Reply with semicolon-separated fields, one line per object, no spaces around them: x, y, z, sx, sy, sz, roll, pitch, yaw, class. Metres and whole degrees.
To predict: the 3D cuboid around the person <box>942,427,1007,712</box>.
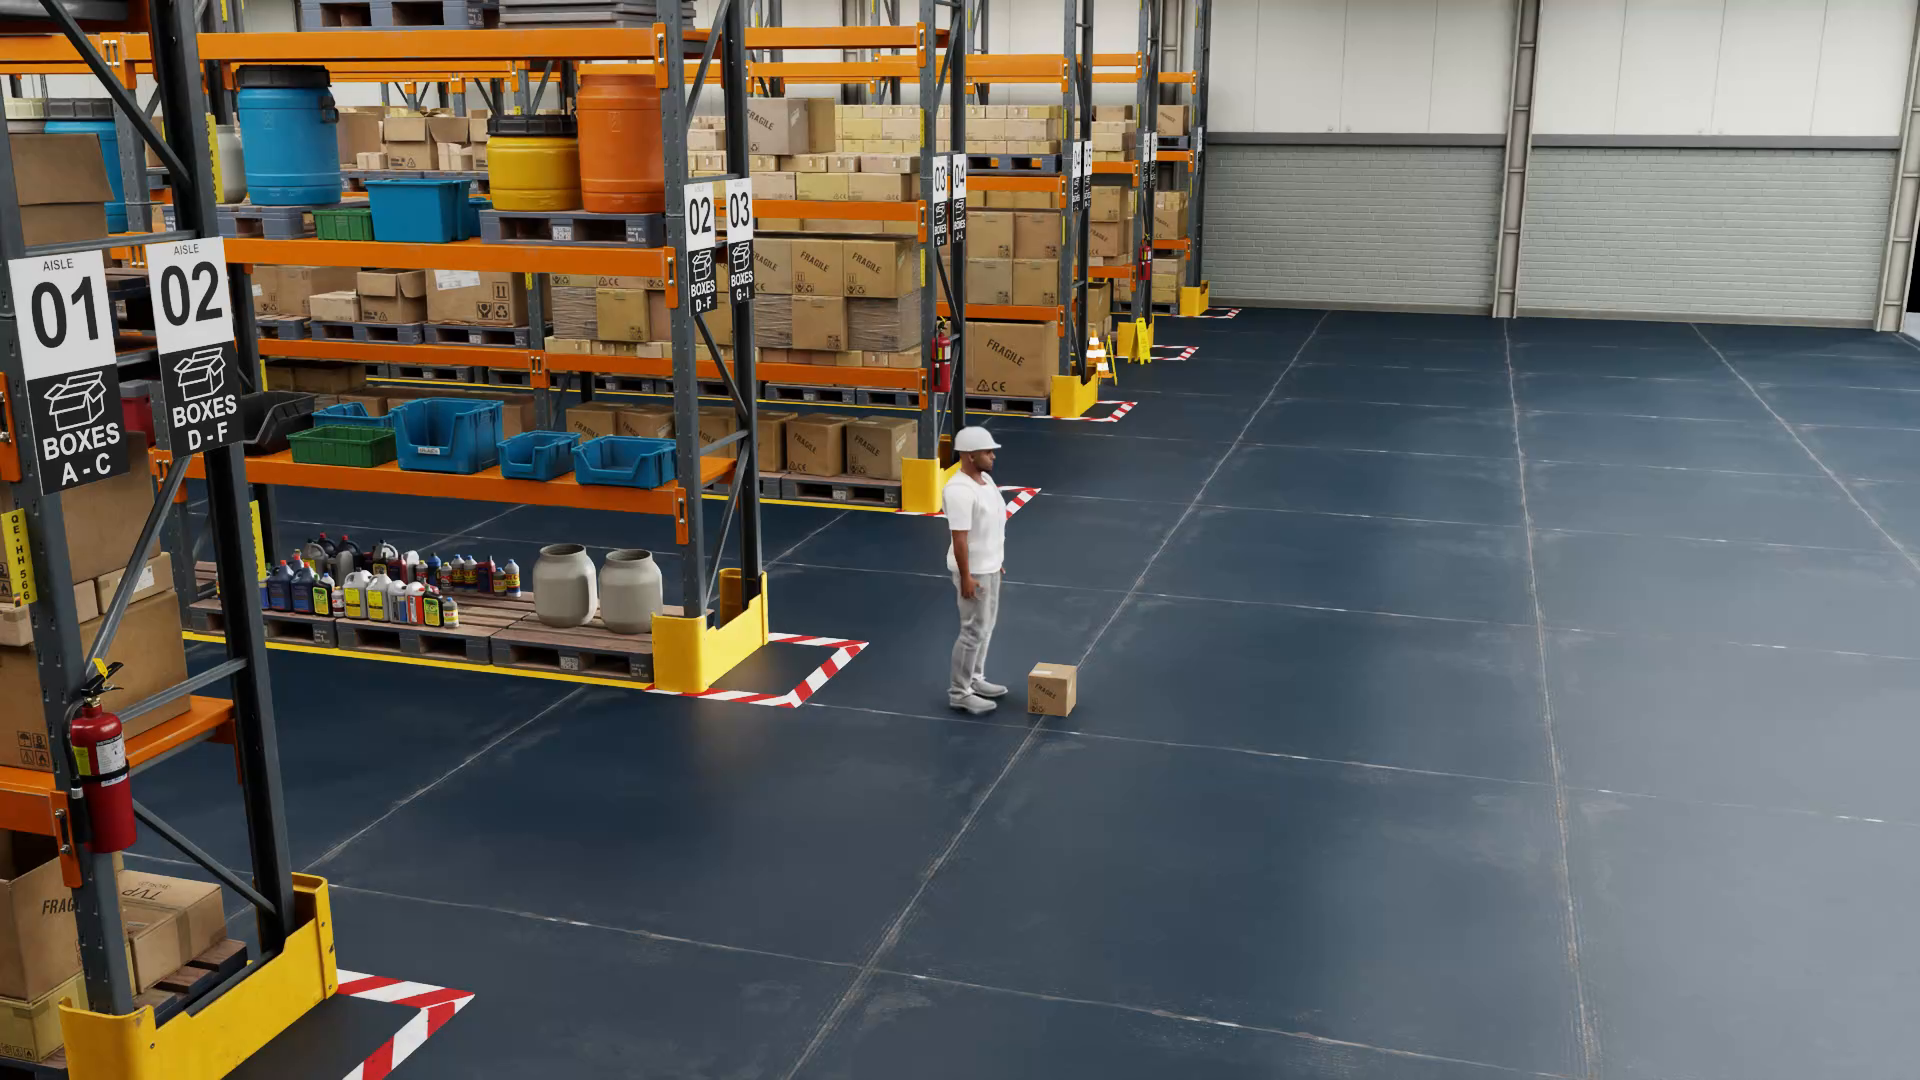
0.103;0.167;10.353;0.358;1.761;0.563;5;16;17;person
